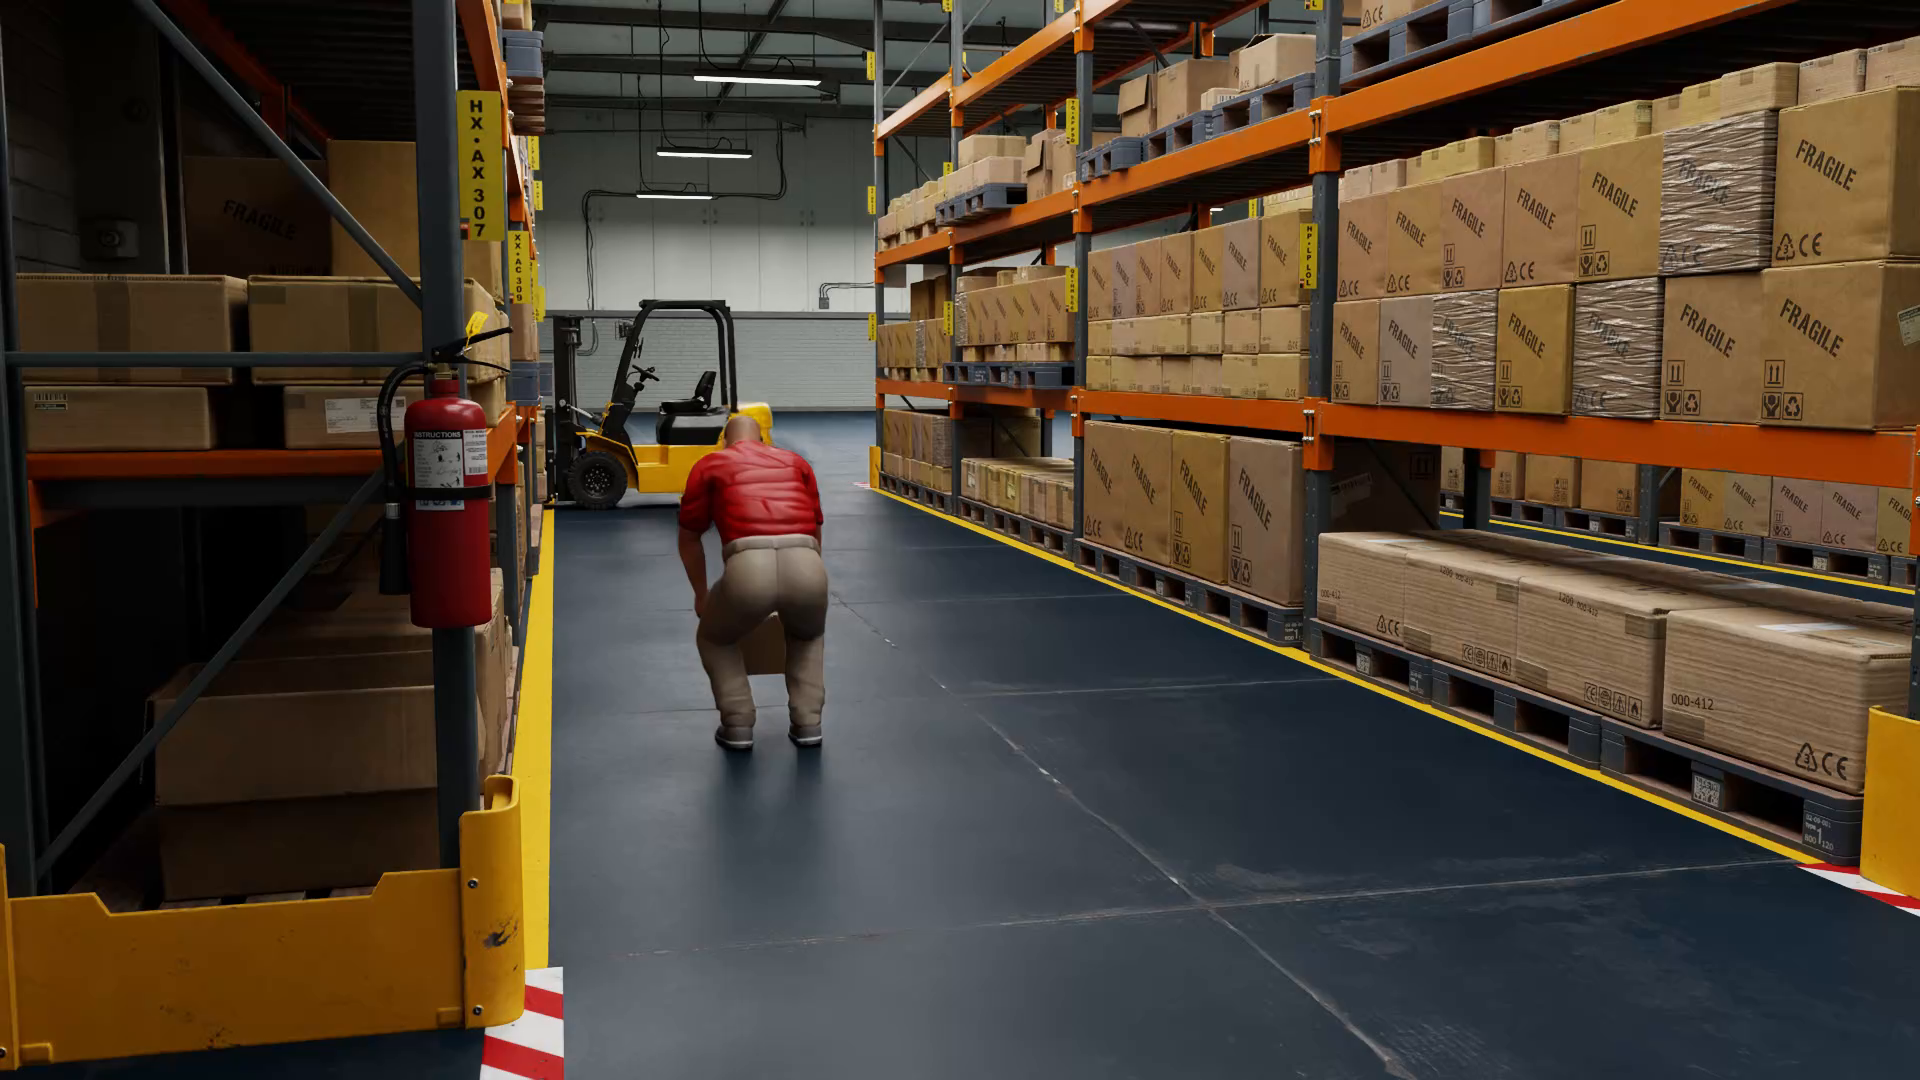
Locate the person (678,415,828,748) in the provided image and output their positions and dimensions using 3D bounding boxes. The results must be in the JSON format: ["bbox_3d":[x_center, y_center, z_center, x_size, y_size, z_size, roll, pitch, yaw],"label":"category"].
[{"bbox_3d":[-0.814,0.163,6.622,0.589,1.284,0.767,-1,6,-14],"label":"person"}]
